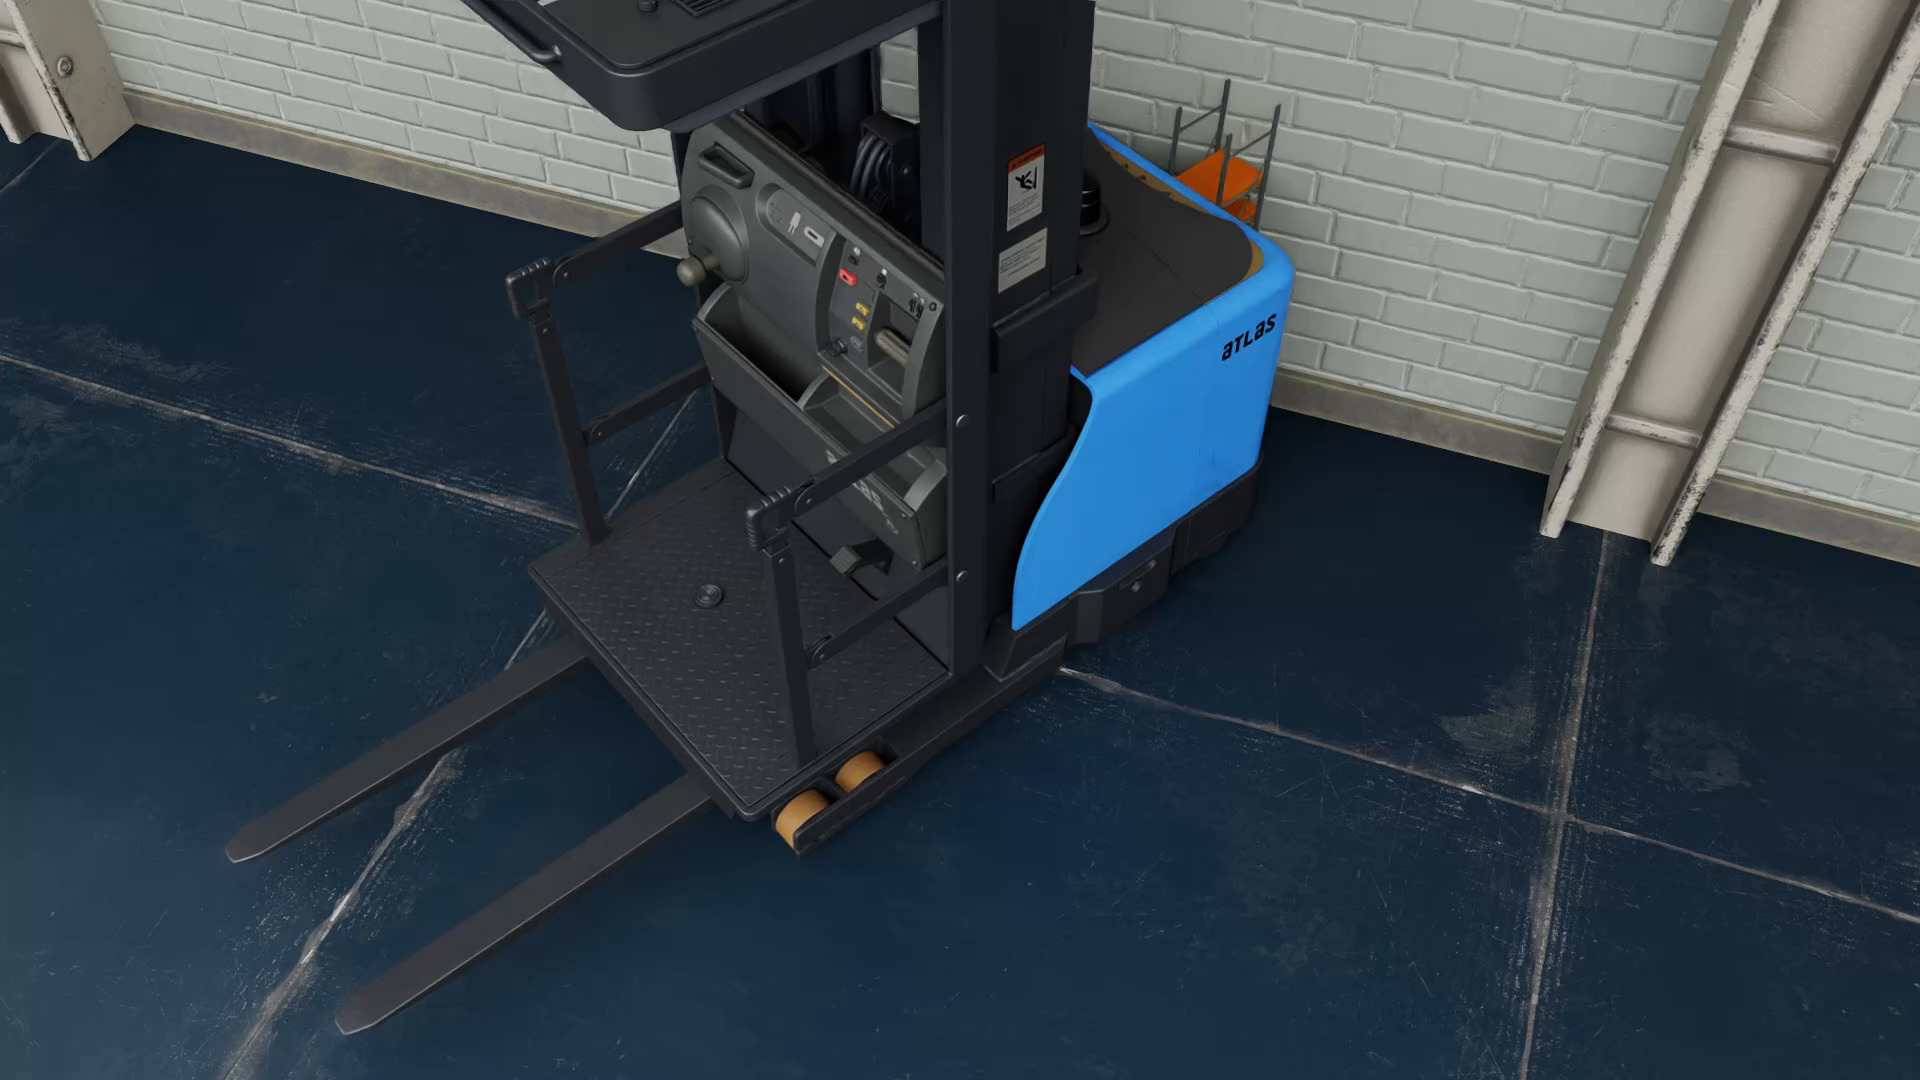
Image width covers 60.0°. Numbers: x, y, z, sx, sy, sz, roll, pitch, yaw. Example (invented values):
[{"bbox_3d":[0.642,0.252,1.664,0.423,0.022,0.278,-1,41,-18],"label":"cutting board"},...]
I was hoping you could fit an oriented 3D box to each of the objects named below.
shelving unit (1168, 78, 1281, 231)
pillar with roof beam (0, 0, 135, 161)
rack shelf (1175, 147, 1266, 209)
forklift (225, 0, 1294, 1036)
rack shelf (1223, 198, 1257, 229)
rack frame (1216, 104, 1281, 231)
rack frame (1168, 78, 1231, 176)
[{"bbox_3d":[0.749,-0.821,5.156,0.258,1.200,0.189,-35,57,-30],"label":"shelving unit"},{"bbox_3d":[-5.046,-1.544,0.633,0.400,9.000,9.100,16,51,13],"label":"pillar with roof beam"},{"bbox_3d":[0.757,-1.036,4.926,0.258,0.103,0.180,-35,57,-30],"label":"rack shelf"},{"bbox_3d":[-0.523,-0.573,3.807,3.031,2.935,1.130,-33,57,-25],"label":"forklift"},{"bbox_3d":[0.754,-0.954,5.013,0.258,0.103,0.180,-35,57,-30],"label":"rack shelf"},{"bbox_3d":[0.813,-0.772,5.113,0.240,1.200,0.006,-35,57,-30],"label":"rack frame"},{"bbox_3d":[0.685,-0.869,5.200,0.240,1.200,0.006,-35,57,-30],"label":"rack frame"}]
